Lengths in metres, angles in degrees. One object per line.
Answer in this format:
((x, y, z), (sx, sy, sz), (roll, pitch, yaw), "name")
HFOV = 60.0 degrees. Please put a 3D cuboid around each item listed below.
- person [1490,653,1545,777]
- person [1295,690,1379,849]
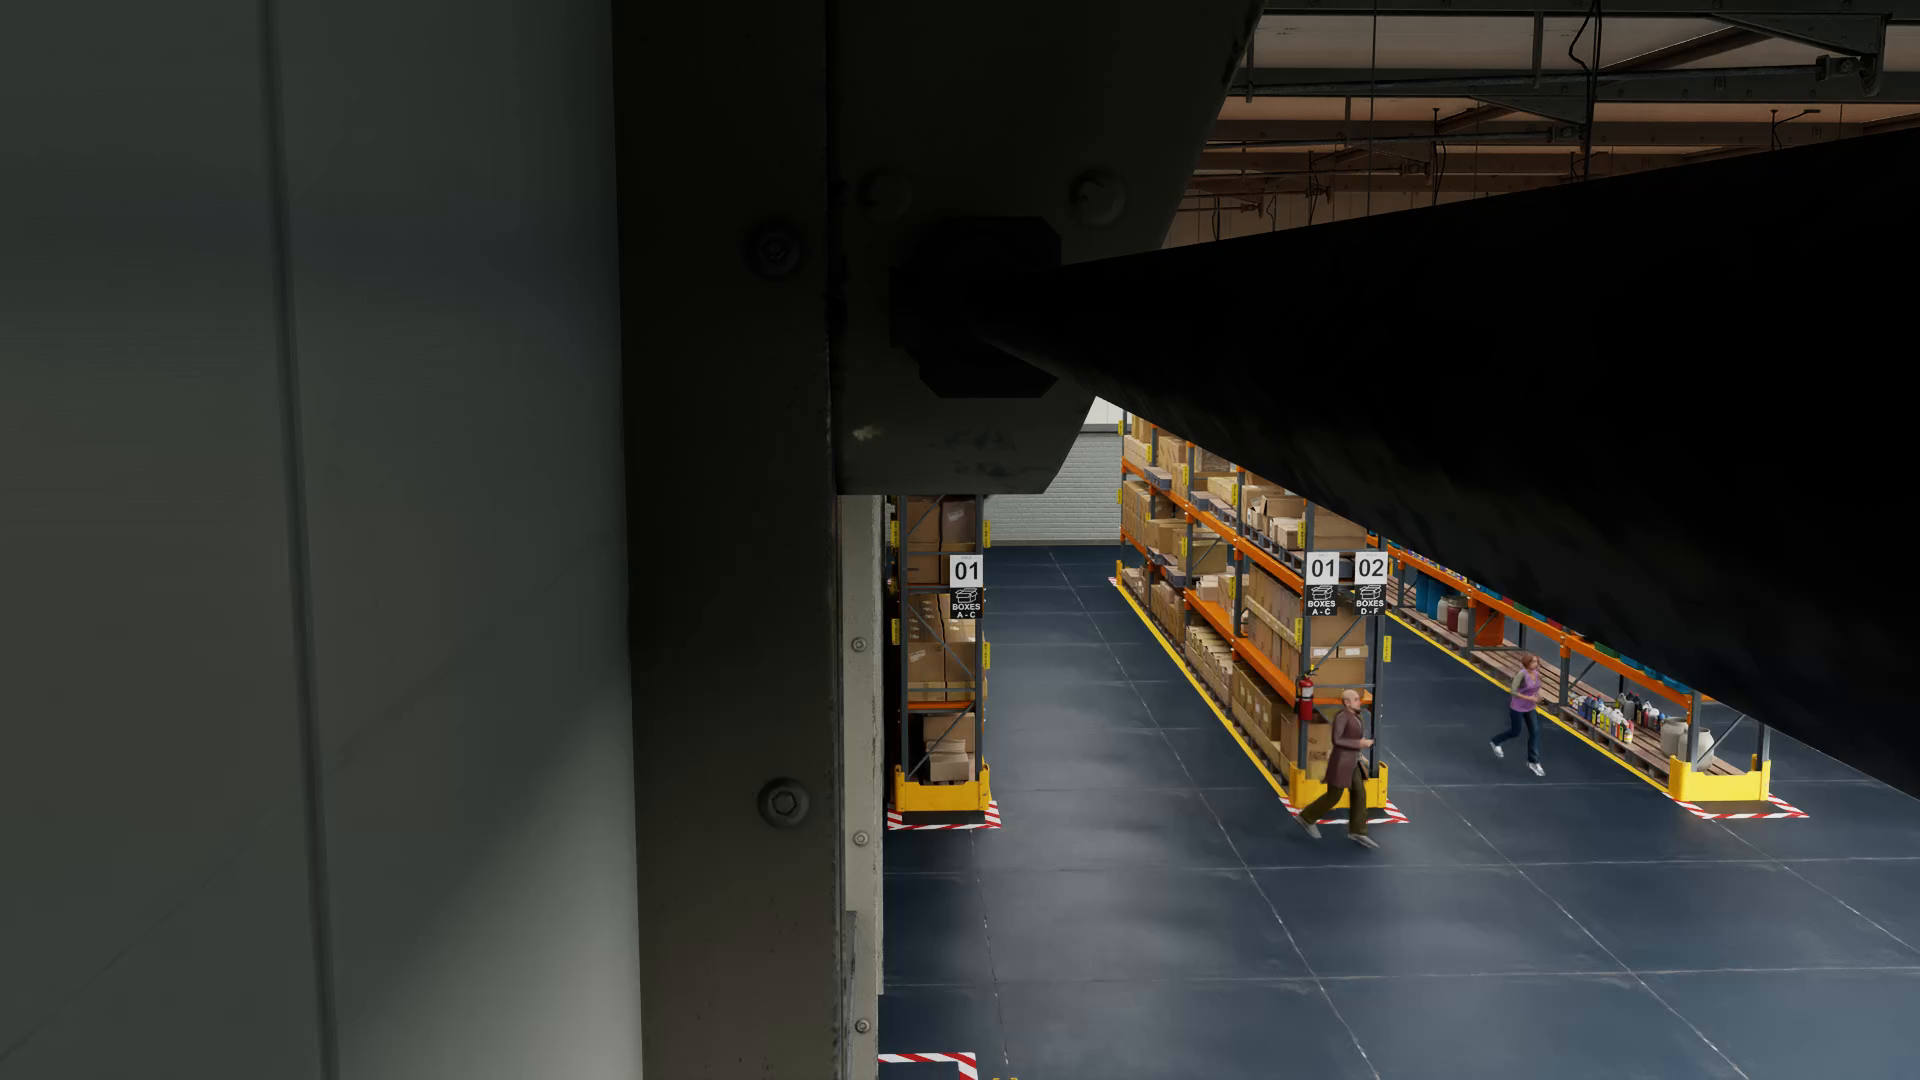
((7.509, 2.276, 22.259), (0.563, 1.602, 0.928), (-5, 10, -31), "person")
((4.433, 2.622, 19.286), (0.967, 1.809, 0.716), (5, 10, 32), "person")
